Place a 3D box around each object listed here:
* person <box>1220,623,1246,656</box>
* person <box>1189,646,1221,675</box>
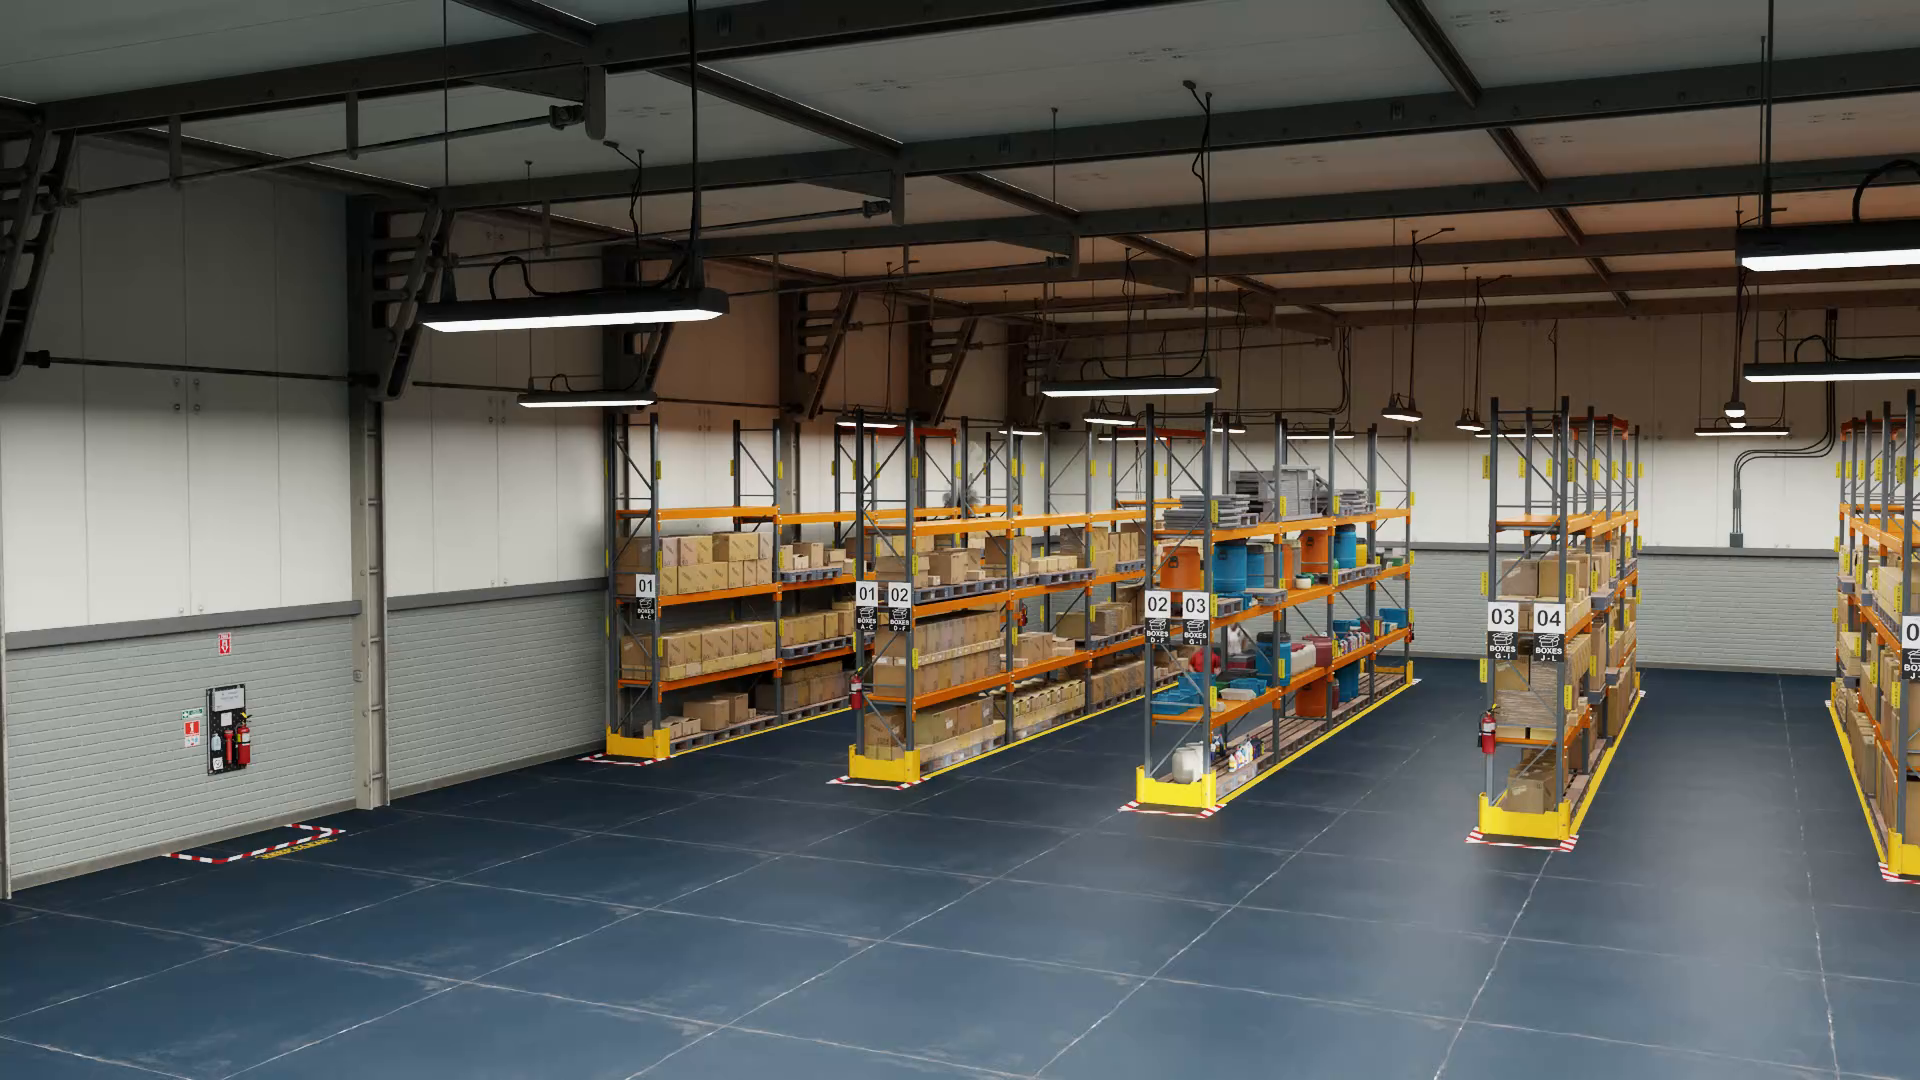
[{"bbox_3d":[6.171,2.579,37.576,0.578,1.665,0.806,0,2,9],"label":"person"},{"bbox_3d":[4.758,2.798,32.413,0.665,1.685,0.593,1,3,19],"label":"person"}]
